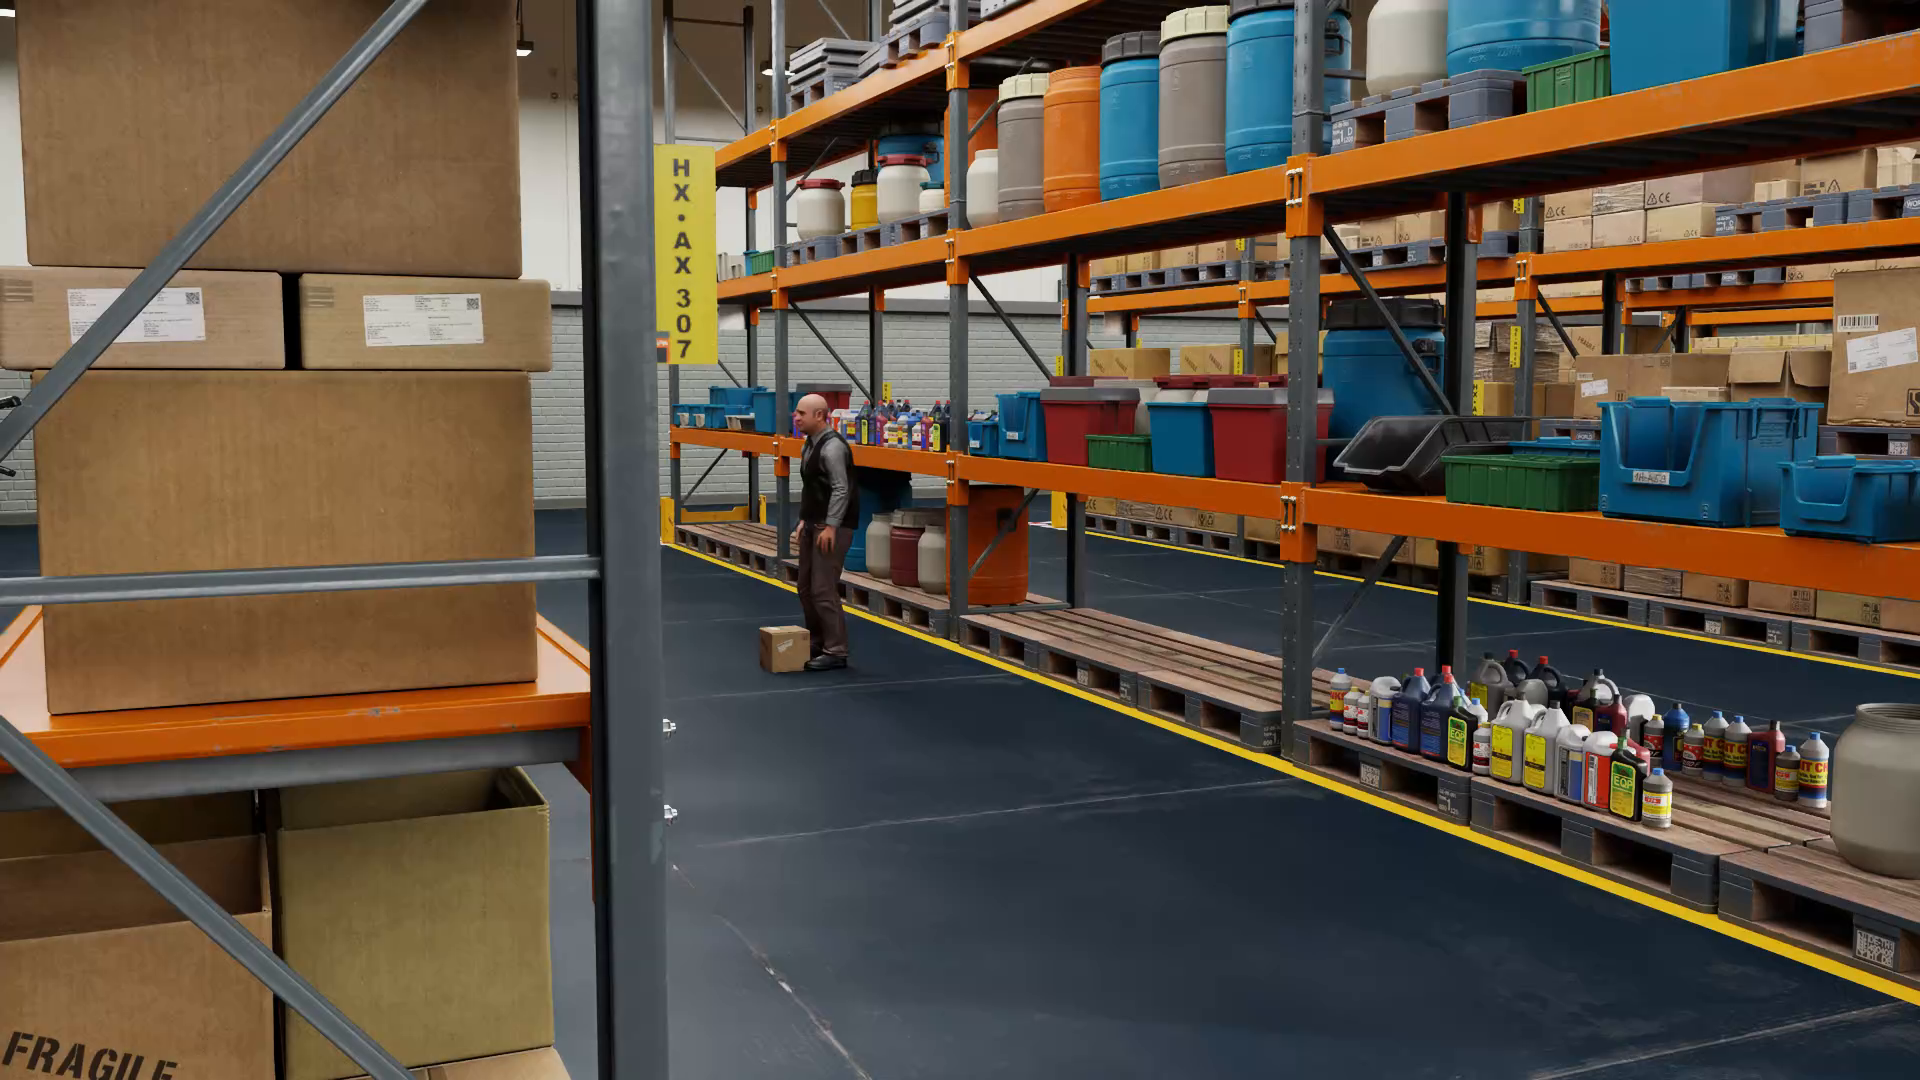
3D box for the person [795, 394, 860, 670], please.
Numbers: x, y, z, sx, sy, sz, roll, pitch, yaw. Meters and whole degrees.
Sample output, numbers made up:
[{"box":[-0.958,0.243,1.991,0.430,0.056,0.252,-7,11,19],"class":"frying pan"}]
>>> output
[{"box":[-0.854,-0.059,10.512,0.419,1.721,0.581,-2,6,-23],"class":"person"}]
